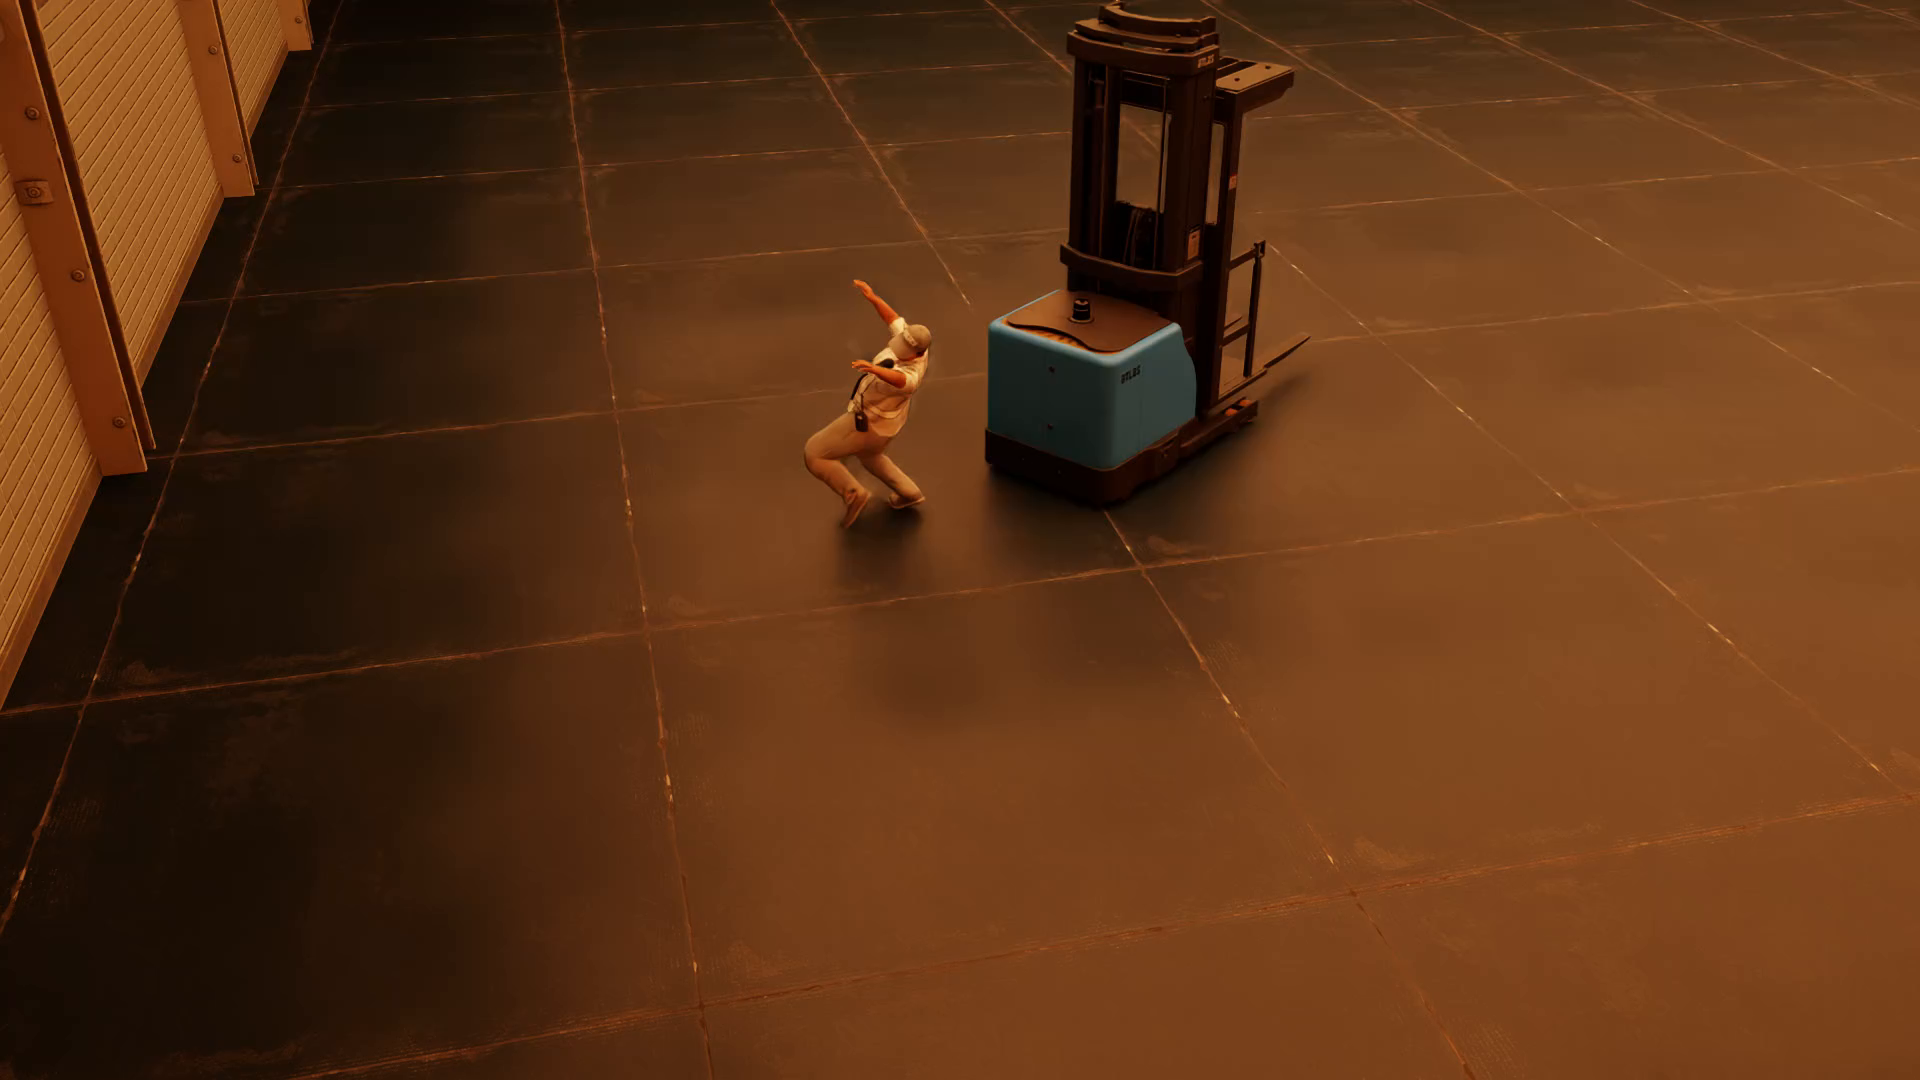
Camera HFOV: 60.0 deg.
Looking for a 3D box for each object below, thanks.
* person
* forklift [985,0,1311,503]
[{"bbox_3d":[-0.595,-0.755,10.282,0.777,1.577,1.011,10,31,16],"label":"person"},{"bbox_3d":[1.488,-2.175,11.332,1.130,2.935,3.031,22,37,33],"label":"forklift"}]
